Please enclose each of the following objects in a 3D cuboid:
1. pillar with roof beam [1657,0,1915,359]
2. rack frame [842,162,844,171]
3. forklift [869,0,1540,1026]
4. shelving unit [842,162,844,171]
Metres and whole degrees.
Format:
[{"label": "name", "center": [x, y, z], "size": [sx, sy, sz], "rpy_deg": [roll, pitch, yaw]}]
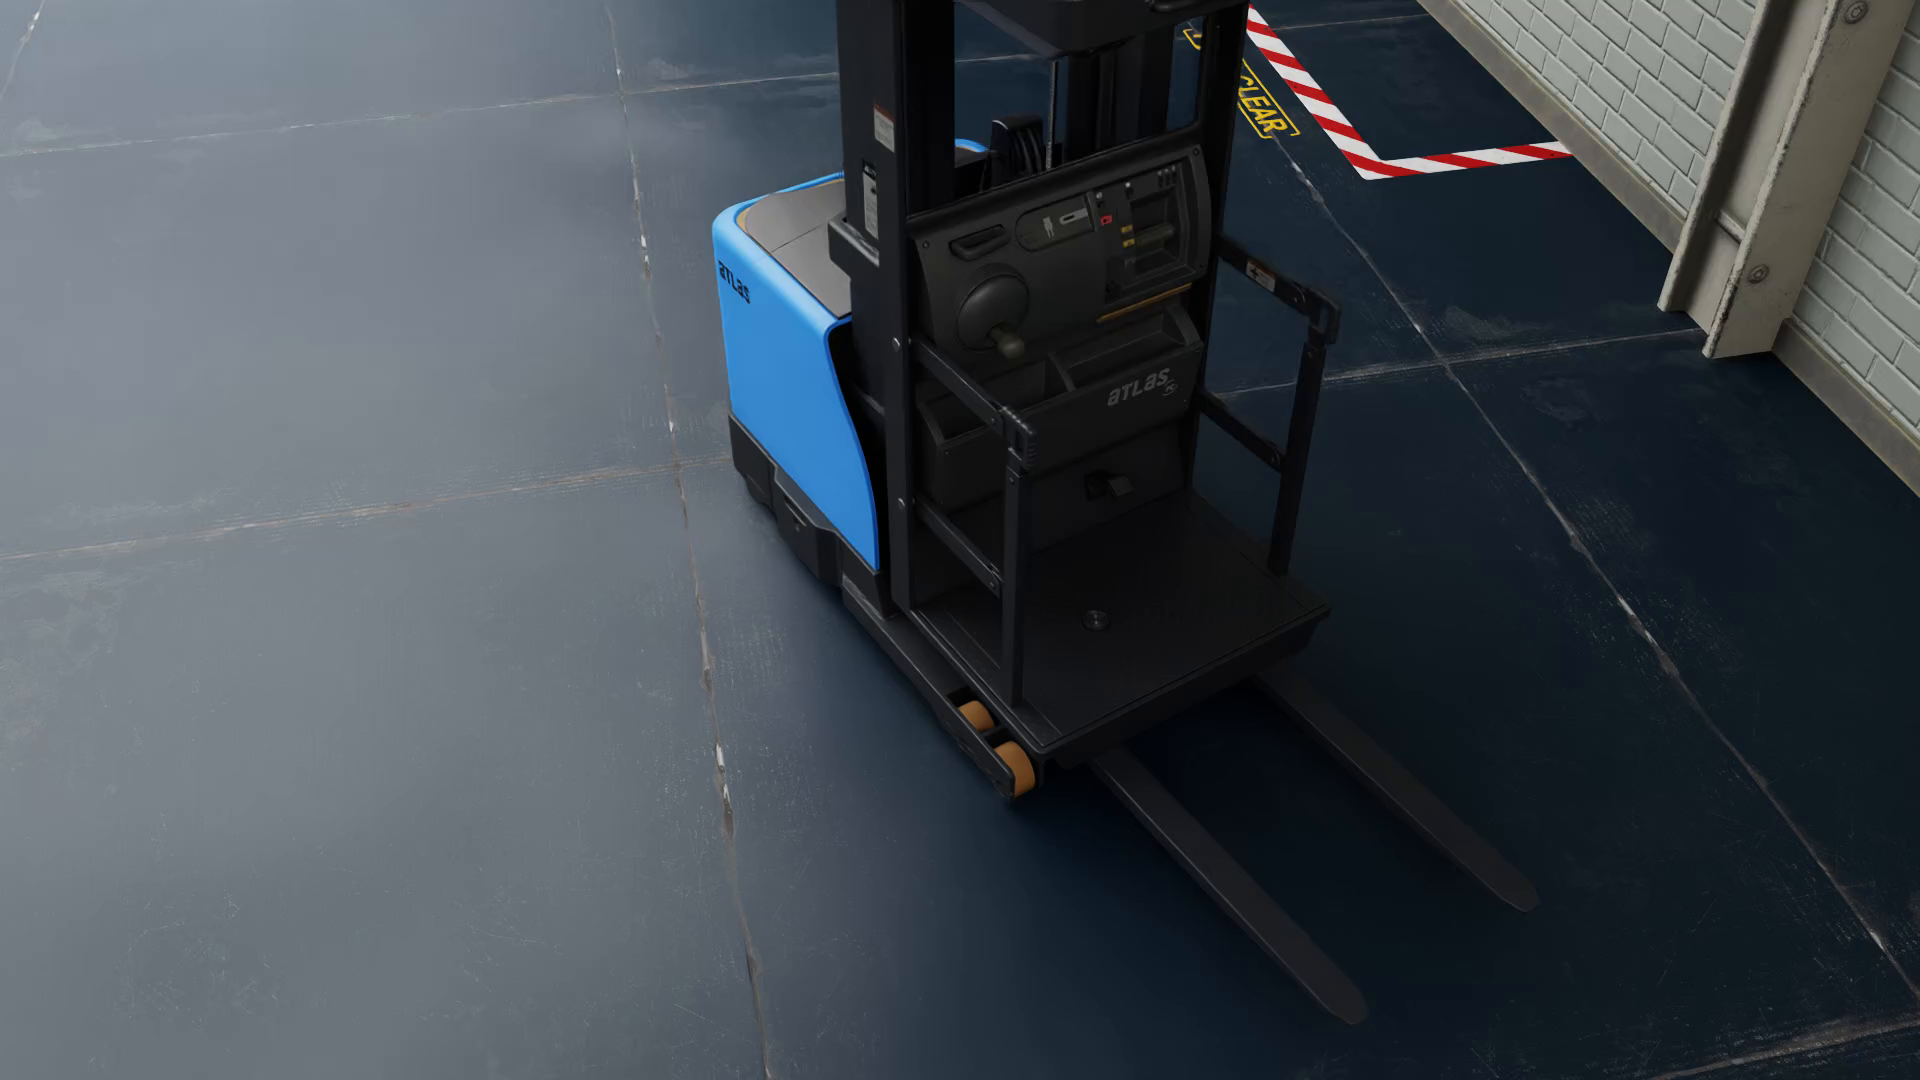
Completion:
[{"label": "pillar with roof beam", "center": [-1.145, -3.612, 3.041], "size": [9.100, 9.000, 0.400], "rpy_deg": [-8, 42, -9]}, {"label": "rack frame", "center": [-0.301, -1.028, 6.230], "size": [0.240, 0.900, 0.006], "rpy_deg": [-19, 42, -20]}, {"label": "forklift", "center": [0.404, -0.697, 4.328], "size": [1.110, 2.935, 3.031], "rpy_deg": [-23, 47, -24]}, {"label": "shelving unit", "center": [-0.255, -0.972, 6.159], "size": [0.258, 0.900, 0.210], "rpy_deg": [-19, 42, -20]}]
